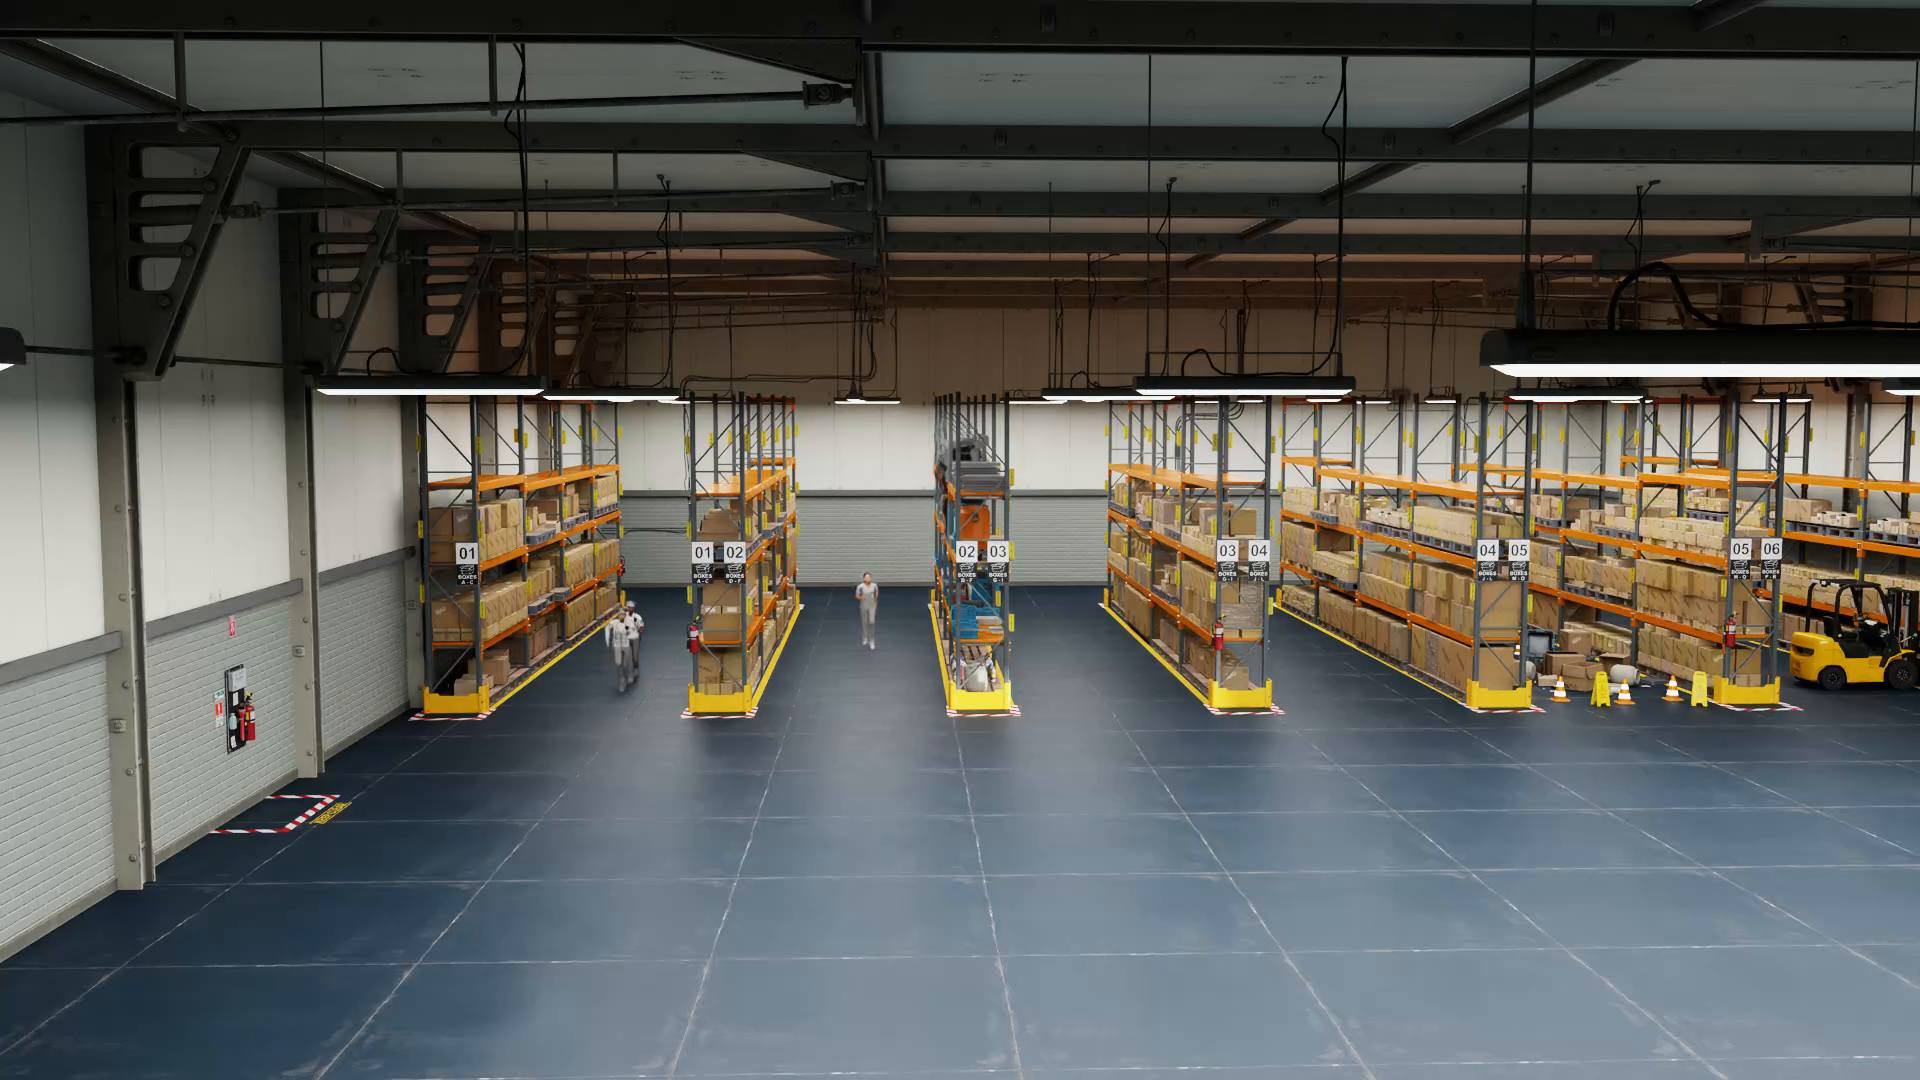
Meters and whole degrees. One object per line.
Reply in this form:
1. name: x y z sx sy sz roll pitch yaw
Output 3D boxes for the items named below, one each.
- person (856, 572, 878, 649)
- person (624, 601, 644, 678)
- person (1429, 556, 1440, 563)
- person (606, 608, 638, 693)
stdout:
1. person: -2.104 1.573 37.682 0.518 1.711 0.831 0 5 -5
2. person: -6.885 2.064 34.756 0.548 1.590 0.589 -1 5 -9
3. person: 14.084 1.005 49.183 0.813 1.573 0.516 -1 5 -11
4. person: -6.828 2.201 33.580 0.636 1.728 0.816 -1 5 -11
